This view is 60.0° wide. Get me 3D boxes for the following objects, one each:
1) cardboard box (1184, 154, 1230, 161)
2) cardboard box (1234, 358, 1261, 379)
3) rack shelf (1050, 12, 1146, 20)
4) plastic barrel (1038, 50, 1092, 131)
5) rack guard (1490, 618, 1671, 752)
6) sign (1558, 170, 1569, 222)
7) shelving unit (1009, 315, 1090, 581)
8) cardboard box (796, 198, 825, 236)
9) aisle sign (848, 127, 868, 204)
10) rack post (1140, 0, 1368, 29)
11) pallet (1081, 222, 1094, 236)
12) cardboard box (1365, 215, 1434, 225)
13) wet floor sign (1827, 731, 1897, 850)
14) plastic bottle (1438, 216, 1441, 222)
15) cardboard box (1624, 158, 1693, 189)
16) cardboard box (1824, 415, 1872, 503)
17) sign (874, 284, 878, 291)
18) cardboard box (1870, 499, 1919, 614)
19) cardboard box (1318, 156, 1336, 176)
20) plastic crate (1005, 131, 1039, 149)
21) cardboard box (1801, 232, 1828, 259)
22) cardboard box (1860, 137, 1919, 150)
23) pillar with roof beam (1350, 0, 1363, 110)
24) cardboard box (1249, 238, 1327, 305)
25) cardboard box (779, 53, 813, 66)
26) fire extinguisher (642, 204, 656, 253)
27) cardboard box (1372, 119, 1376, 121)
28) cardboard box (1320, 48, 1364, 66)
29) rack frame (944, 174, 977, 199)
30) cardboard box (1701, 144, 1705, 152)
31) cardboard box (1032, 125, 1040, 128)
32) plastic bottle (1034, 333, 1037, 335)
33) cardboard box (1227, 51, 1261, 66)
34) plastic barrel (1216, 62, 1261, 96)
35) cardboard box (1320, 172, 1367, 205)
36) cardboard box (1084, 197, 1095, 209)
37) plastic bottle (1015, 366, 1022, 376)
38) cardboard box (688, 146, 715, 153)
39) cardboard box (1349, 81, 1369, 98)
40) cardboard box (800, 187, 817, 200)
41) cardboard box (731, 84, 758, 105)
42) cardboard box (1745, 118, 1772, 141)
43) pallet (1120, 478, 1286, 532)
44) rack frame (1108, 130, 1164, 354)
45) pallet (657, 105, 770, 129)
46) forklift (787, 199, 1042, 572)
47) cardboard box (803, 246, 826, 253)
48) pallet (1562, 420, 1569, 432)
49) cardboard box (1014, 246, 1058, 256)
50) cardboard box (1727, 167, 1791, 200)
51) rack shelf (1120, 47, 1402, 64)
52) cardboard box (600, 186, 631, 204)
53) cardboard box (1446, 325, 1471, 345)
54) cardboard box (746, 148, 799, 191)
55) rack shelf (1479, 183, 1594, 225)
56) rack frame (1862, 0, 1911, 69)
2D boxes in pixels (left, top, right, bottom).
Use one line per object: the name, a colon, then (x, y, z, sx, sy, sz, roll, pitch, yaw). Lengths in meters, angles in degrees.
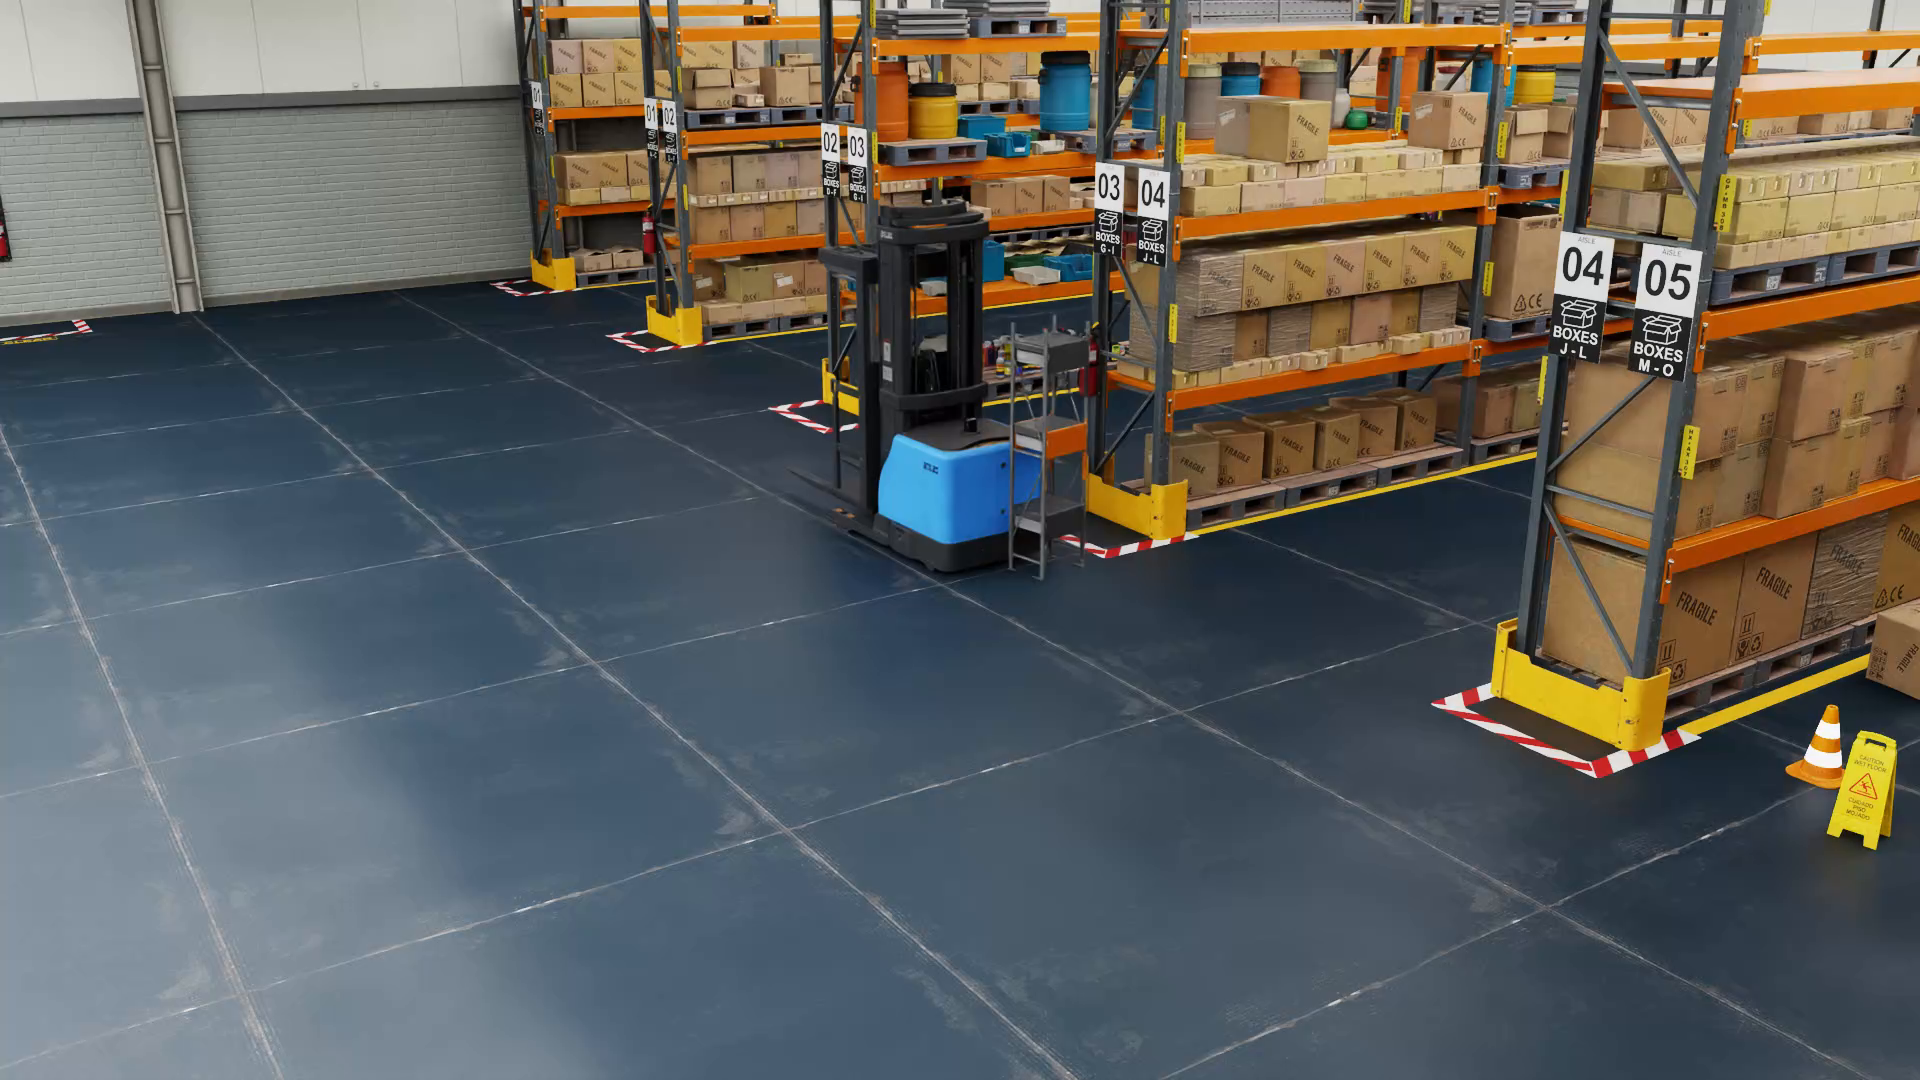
cardboard box: (2.223, -3.397, 15.039, 0.250, 0.149, 0.380, -12, 22, -31)
cardboard box: (2.519, -1.580, 15.126, 0.250, 0.149, 0.380, -12, 22, -31)
rack shelf: (1.695, -9.632, 30.931, 4.000, 0.370, 1.077, -12, 22, -31)
plastic barrel: (1.242, -5.324, 19.687, 0.708, 0.901, 0.600, -12, 22, -31)
rack guard: (4.139, 0.949, 11.157, 0.348, 0.500, 1.175, -12, 22, -31)
sign: (3.872, -2.190, 10.596, 0.005, 0.325, 0.100, -12, 22, -31)
shelving unit: (0.730, -0.756, 13.702, 0.503, 2.100, 0.431, -17, 25, -41)
cardboard box: (-2.241, -4.634, 23.611, 0.500, 0.500, 0.700, -11, 22, -30)
aisle sign: (-1.107, -4.049, 17.979, 0.004, 0.787, 0.394, -12, 22, -31)
rack post: (3.730, -6.920, 20.850, 3.121, 1.000, 1.013, -12, 22, -31)
pallet: (2.762, -6.195, 32.740, 1.213, 0.211, 1.003, -12, 22, -31)
cardboard box: (4.341, -2.939, 16.573, 0.500, 0.500, 0.500, -12, 22, -31)
wet floor sign: (5.224, 1.411, 9.564, 0.232, 0.644, 0.267, -17, 25, -41)
plastic bottle: (6.729, -4.386, 23.216, 0.133, 0.283, 0.061, -12, 22, -31)
cardboard box: (4.463, -2.359, 10.691, 0.250, 0.149, 0.380, -12, 22, -31)
cardboard box: (5.848, -0.660, 11.779, 0.500, 0.550, 0.875, -12, 22, -31)
sign: (-0.909, -2.892, 18.183, 0.005, 0.325, 0.100, -12, 22, -31)
cardboard box: (6.936, -0.044, 12.853, 0.875, 0.875, 0.875, -12, 22, -31)
cardboard box: (3.161, -3.386, 15.003, 0.250, 0.149, 0.380, -12, 22, -32)
plastic crate: (0.665, -4.729, 19.695, 0.450, 0.188, 0.336, -12, 22, -31)
cardboard box: (5.255, -1.896, 10.566, 0.250, 0.149, 0.380, -12, 22, -31)
cardboard box: (6.796, -2.851, 12.147, 0.250, 0.149, 0.380, -12, 22, -32)
pillar with roof beam: (10.853, -10.774, 32.563, 0.400, 9.000, 9.100, -12, 22, -31)
cardboard box: (2.963, -2.444, 15.109, 0.500, 0.500, 0.500, -12, 22, -31)
cardboard box: (-2.816, -8.005, 28.245, 0.500, 0.500, 0.500, -9, 20, -24)
fire extinguisher: (-4.284, -4.301, 22.904, 0.183, 0.674, 0.296, -12, 22, -31)
cardboard box: (7.641, -7.295, 29.922, 0.500, 0.500, 0.500, -12, 22, -32)
cardboard box: (6.478, -8.386, 28.465, 0.500, 0.500, 0.700, -12, 22, -31)
rack frame: (0.025, -6.968, 30.671, 0.127, 3.000, 1.000, -12, 22, -31)
cardboard box: (7.935, -4.193, 18.016, 0.500, 0.250, 0.500, -12, 22, -31)
cardboard box: (1.409, -7.716, 31.061, 0.500, 0.250, 0.500, -12, 22, -31)
plastic bottle: (0.912, -2.452, 20.869, 0.133, 0.283, 0.061, -11, 21, -29)
cardboard box: (4.519, -7.758, 27.357, 0.600, 0.600, 0.600, -13, 23, -34)
plastic barrel: (3.530, -5.650, 21.306, 0.708, 0.901, 0.600, -12, 22, -31)
cardboard box: (3.336, -3.221, 15.140, 0.500, 0.250, 0.500, -11, 22, -30)
cardboard box: (2.153, -5.292, 26.106, 0.250, 0.149, 0.380, -12, 22, -31)
plastic bottle: (0.677, -2.101, 19.831, 0.133, 0.283, 0.061, -11, 22, -31)
cardboard box: (-4.381, -6.215, 27.478, 0.500, 0.500, 0.500, -13, 22, -33)
cardboard box: (6.635, -7.717, 28.439, 0.500, 0.250, 0.500, -12, 22, -31)
cardboard box: (-2.199, -4.871, 23.300, 0.250, 0.149, 0.380, -12, 22, -31)
cardboard box: (-3.113, -6.123, 22.848, 0.500, 0.250, 0.500, -12, 22, -31)
cardboard box: (8.667, -4.788, 18.724, 0.637, 0.503, 0.797, -10, 21, -28)
pallet: (2.277, -0.410, 15.627, 1.213, 0.211, 1.003, -12, 22, -31)
rack frame: (2.133, -3.613, 20.748, 0.127, 3.000, 1.000, -12, 22, -31)
pallet: (-3.325, -5.731, 22.467, 1.213, 0.211, 1.003, -12, 22, -31)
forklift: (-0.545, -1.538, 14.717, 1.130, 2.935, 3.031, -12, 22, -33)
cardboard box: (-1.983, -4.016, 24.407, 0.500, 0.500, 0.500, -12, 22, -31)
pallet: (6.526, -1.321, 18.323, 1.213, 0.211, 1.003, -12, 22, -31)
cardboard box: (1.177, -4.378, 25.773, 0.500, 0.311, 0.500, -11, 22, -30)
cardboard box: (4.823, -2.183, 10.169, 0.250, 0.149, 0.380, -12, 22, -31)
rack shelf: (3.803, -6.277, 21.009, 4.000, 0.370, 1.077, -12, 22, -31)
cardboard box: (-5.649, -5.593, 26.808, 0.500, 0.250, 0.500, -13, 22, -33)
cardboard box: (4.839, -2.053, 16.525, 0.250, 0.149, 0.380, -12, 22, -31)
cardboard box: (-2.631, -5.167, 23.164, 0.500, 0.500, 0.700, -12, 22, -31)
rack shelf: (6.527, -3.721, 17.507, 4.000, 0.370, 1.077, -12, 22, -31)
rack frame: (11.538, -6.539, 20.037, 0.127, 3.000, 1.000, -12, 22, -31)
